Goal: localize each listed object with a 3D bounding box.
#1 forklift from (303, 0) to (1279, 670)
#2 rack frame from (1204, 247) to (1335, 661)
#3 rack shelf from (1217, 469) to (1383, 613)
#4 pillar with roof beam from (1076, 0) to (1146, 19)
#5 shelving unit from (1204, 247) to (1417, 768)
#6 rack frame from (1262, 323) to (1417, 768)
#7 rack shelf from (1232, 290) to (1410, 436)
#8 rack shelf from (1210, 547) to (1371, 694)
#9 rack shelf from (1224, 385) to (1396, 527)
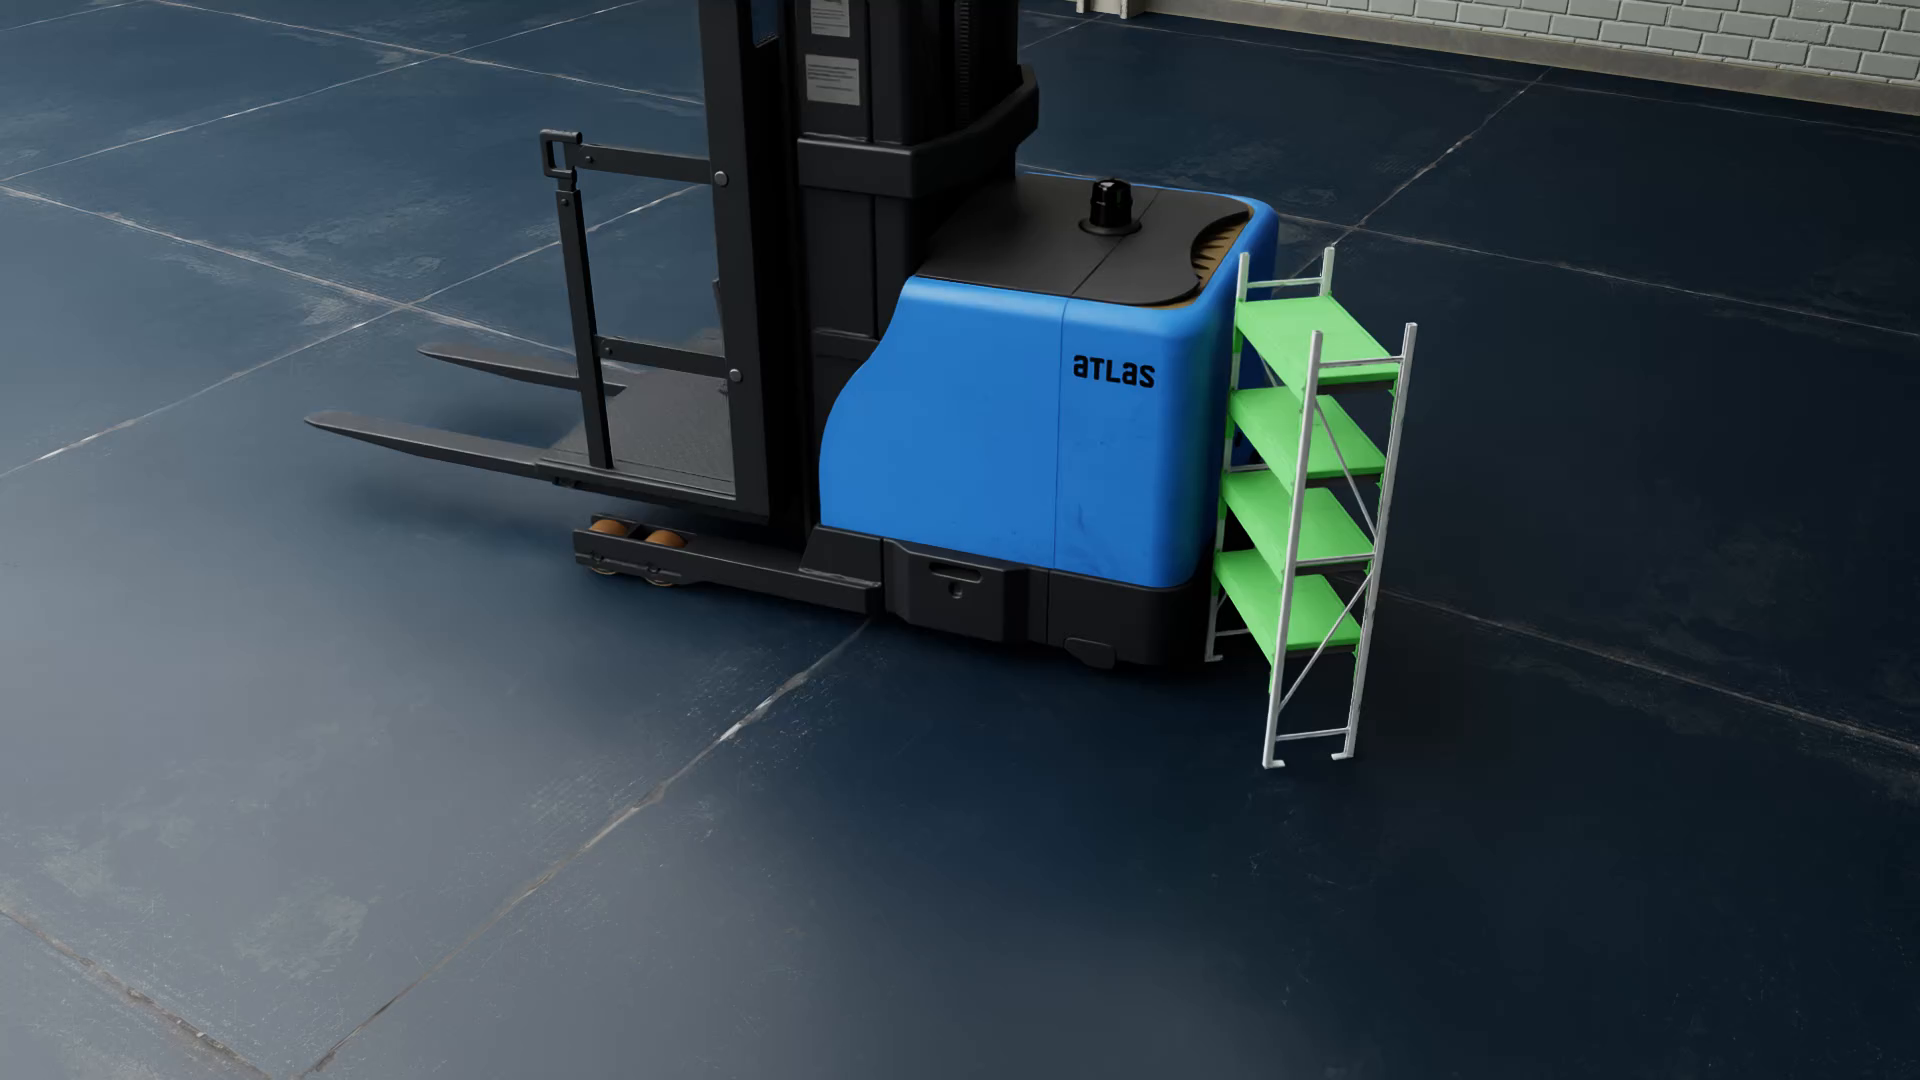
[{"bbox_3d":[-0.637,-1.361,4.675,3.031,2.935,1.130,11,32,18],"label":"forklift"},{"bbox_3d":[0.806,-0.192,4.389,0.240,1.200,0.015,-5,31,-9],"label":"rack frame"},{"bbox_3d":[0.850,-0.016,4.214,0.258,0.148,0.480,-5,31,-9],"label":"rack shelf"},{"bbox_3d":[-1.235,-5.722,6.128,0.400,9.000,9.100,18,35,27],"label":"pillar with roof beam"},{"bbox_3d":[0.850,-0.072,4.182,0.258,1.200,0.503,-5,31,-9],"label":"shelving unit"},{"bbox_3d":[0.895,0.049,3.975,0.240,1.200,0.015,-5,31,-9],"label":"rack frame"},{"bbox_3d":[0.850,-0.431,3.972,0.258,0.148,0.480,-5,31,-9],"label":"rack shelf"},{"bbox_3d":[0.850,0.191,4.335,0.258,0.148,0.480,-5,31,-9],"label":"rack shelf"},{"bbox_3d":[0.850,-0.224,4.093,0.258,0.148,0.480,-5,31,-9],"label":"rack shelf"}]
